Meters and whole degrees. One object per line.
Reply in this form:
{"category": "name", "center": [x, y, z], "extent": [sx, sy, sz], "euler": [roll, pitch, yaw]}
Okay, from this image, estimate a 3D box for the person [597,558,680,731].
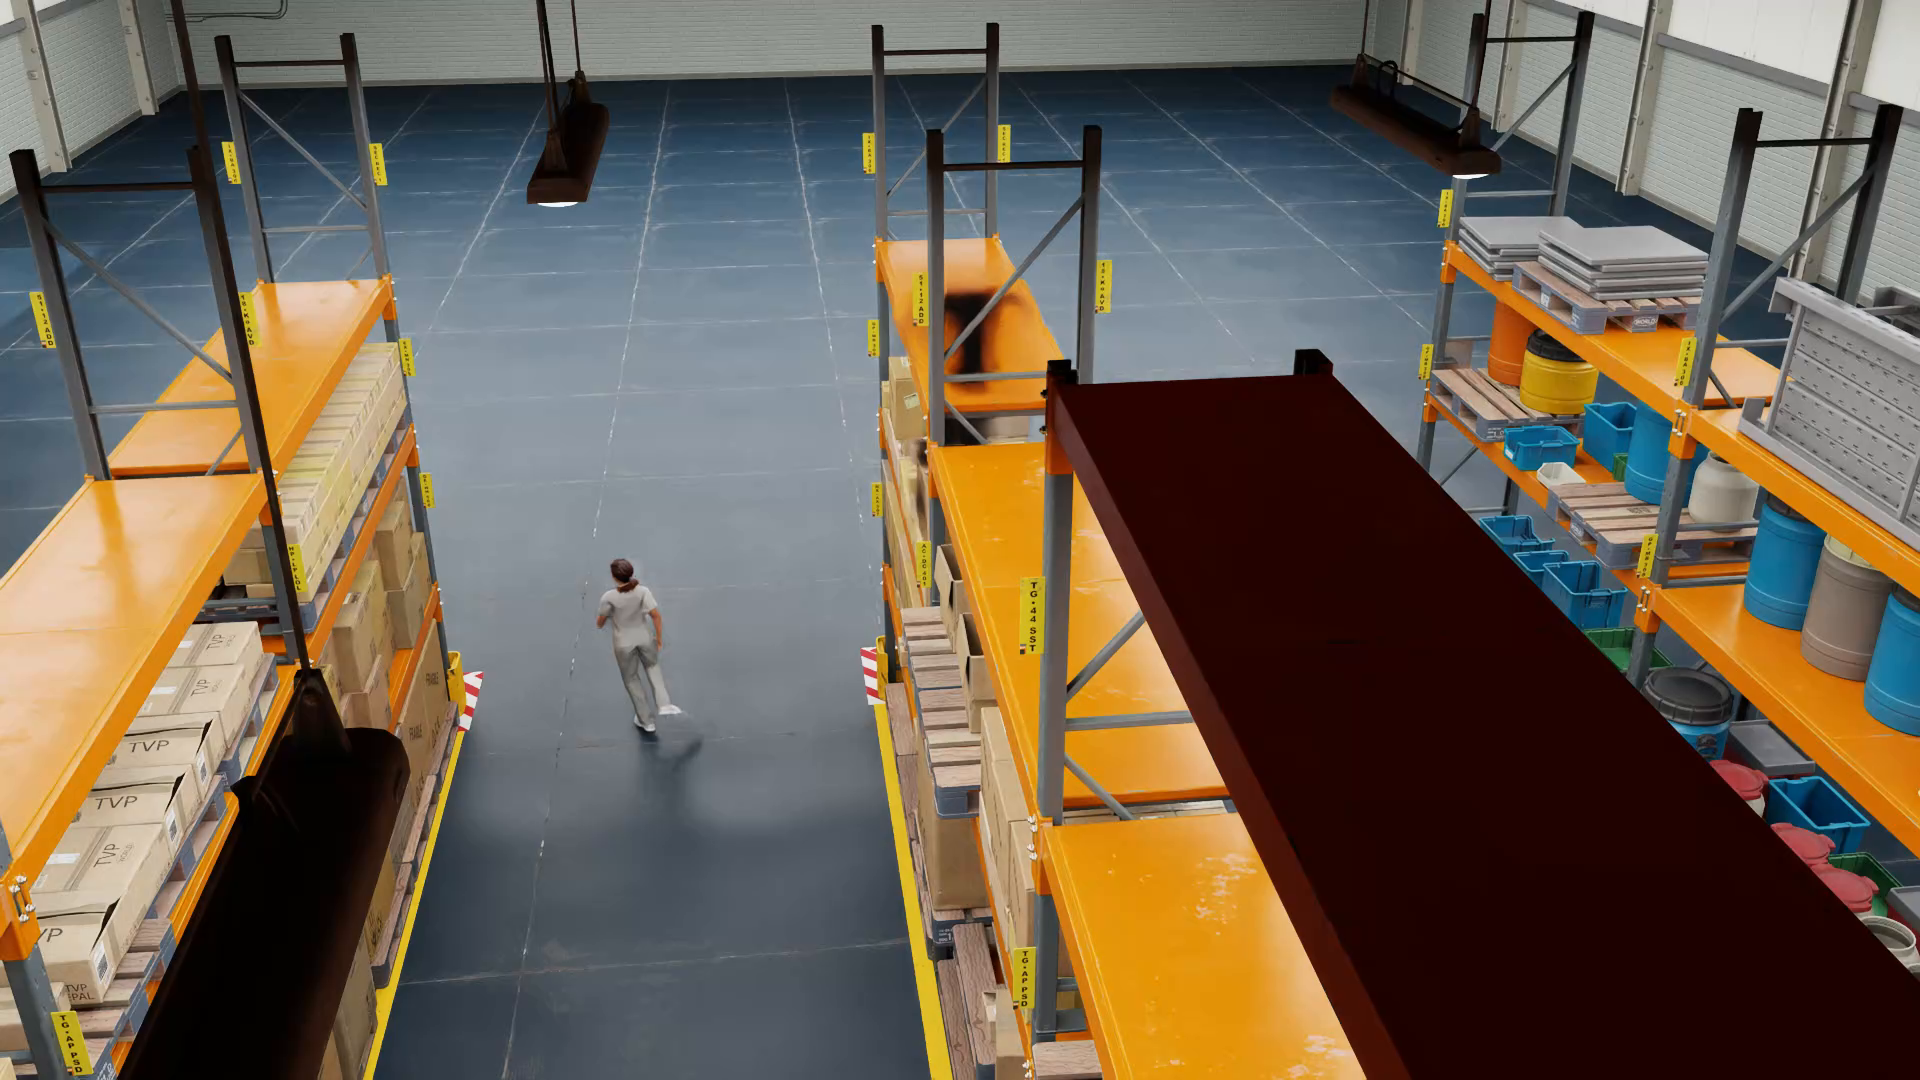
{"category": "person", "center": [-2.889, 0.883, 14.746], "extent": [0.609, 1.655, 0.676], "euler": [-14, 29, -26]}
